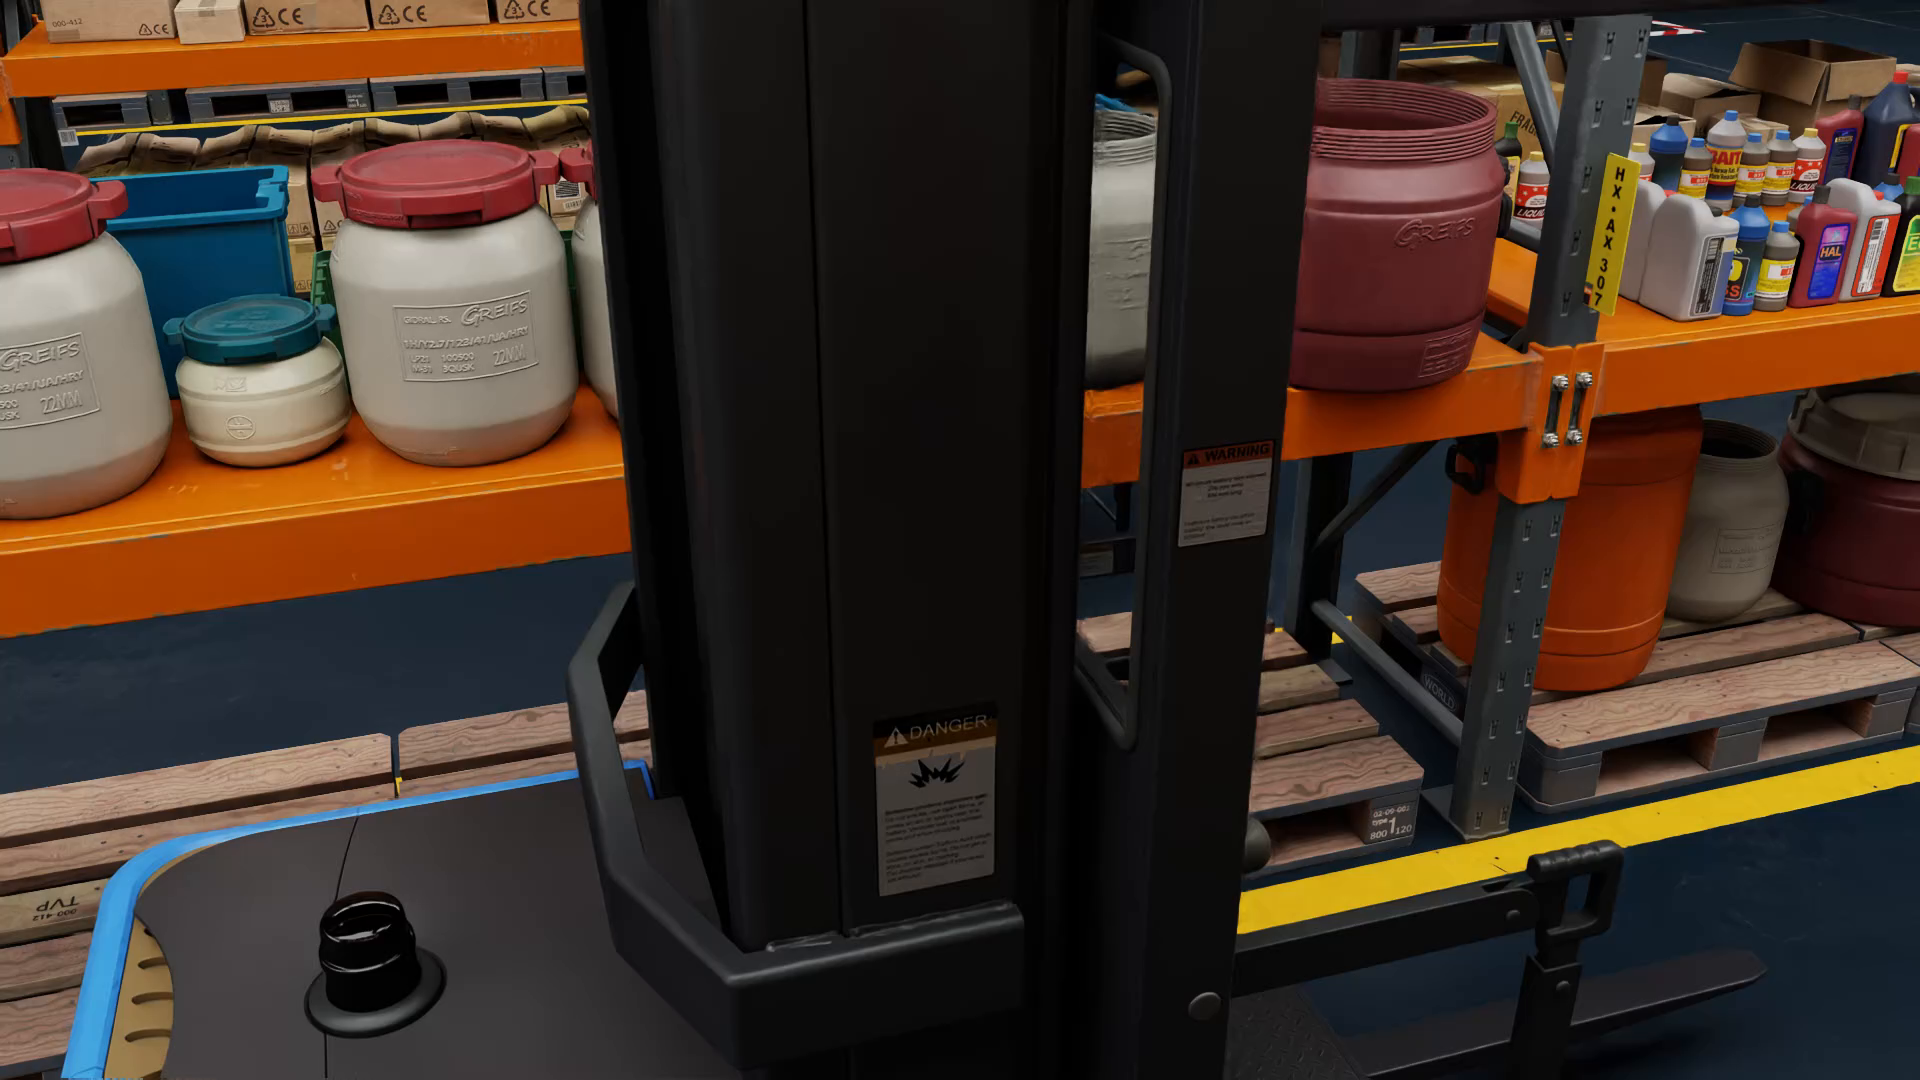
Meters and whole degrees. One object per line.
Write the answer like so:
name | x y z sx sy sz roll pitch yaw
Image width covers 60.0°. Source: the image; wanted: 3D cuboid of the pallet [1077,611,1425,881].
pallet | 0.434 0.545 4.415 1.213 0.211 1.003 -8 28 -16

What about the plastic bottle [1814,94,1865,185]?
plastic bottle | 2.522 -1.136 4.796 0.133 0.283 0.061 -8 28 -16

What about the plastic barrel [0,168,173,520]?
plastic barrel | -1.643 -0.344 2.916 0.433 0.535 0.433 0 26 0

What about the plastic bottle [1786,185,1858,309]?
plastic bottle | 2.021 -0.691 3.900 0.133 0.283 0.061 -8 28 -16

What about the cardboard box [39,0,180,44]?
cardboard box | -3.696 -2.358 7.294 0.500 0.250 0.500 -7 27 -13

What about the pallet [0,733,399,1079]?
pallet | -1.886 0.881 3.739 1.213 0.211 1.003 -8 28 -16

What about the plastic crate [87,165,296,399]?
plastic crate | -1.668 -0.520 3.442 0.575 0.384 0.392 -8 28 -16

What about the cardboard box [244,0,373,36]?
cardboard box | -2.915 -2.555 7.410 0.500 0.500 0.500 -6 27 -12

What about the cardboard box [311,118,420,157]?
cardboard box | -2.887 -1.865 8.123 0.500 0.311 0.500 -8 28 -16

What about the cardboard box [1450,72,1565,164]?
cardboard box | 3.075 -2.329 9.383 0.500 0.500 0.500 -8 28 -16

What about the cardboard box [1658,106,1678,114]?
cardboard box | 4.248 -2.636 10.397 0.250 0.149 0.380 -8 28 -16

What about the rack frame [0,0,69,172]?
rack frame | -4.151 -2.339 7.087 0.127 3.000 1.000 -8 28 -16

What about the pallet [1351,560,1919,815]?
pallet | 1.920 0.328 4.851 1.213 0.211 1.003 -8 28 -16

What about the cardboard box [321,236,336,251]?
cardboard box | -2.712 -1.388 7.793 0.500 0.250 0.500 -9 28 -18

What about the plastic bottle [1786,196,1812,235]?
plastic bottle | 2.078 -0.742 4.095 0.097 0.201 0.097 0 26 0

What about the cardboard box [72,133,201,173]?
cardboard box | -3.855 -1.723 7.837 0.500 0.311 0.500 -8 28 -16

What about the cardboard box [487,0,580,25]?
cardboard box | -1.938 -2.696 7.695 0.500 0.500 0.500 -10 28 -19

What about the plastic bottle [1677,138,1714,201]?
plastic bottle | 2.048 -1.022 4.658 0.097 0.201 0.097 0 26 0

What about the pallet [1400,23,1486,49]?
pallet | 3.828 -4.526 14.630 1.213 0.211 1.003 -8 28 -16

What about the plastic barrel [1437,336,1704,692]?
plastic barrel | 1.643 -0.085 4.517 0.708 0.830 0.600 -8 28 -16

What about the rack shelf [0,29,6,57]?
rack shelf | -6.053 -1.741 6.692 4.000 0.370 1.077 -8 28 -16

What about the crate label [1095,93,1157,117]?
crate label | 0.154 -0.788 3.924 0.616 0.435 0.502 -8 28 -16

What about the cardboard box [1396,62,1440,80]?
cardboard box | 2.417 -2.476 9.680 0.500 0.500 0.500 -8 27 -15

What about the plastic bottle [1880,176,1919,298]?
plastic bottle | 2.276 -0.728 3.974 0.133 0.283 0.061 -8 28 -16

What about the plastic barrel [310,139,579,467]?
plastic barrel | -0.945 -0.445 3.120 0.433 0.535 0.433 0 26 0

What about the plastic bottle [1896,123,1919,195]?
plastic bottle | 2.743 -1.100 4.724 0.133 0.283 0.061 -8 28 -16

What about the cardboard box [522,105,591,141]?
cardboard box | -1.919 -2.004 8.403 0.500 0.311 0.500 -9 28 -17

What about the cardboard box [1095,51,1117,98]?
cardboard box | 0.521 -2.540 8.967 0.500 0.250 0.500 -7 27 -14

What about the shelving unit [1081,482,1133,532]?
shelving unit | 0.006 -0.505 5.502 1.048 1.125 0.538 -8 28 -16

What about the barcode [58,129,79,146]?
barcode | -3.779 -1.705 7.048 0.075 0.075 0.001 -8 28 -16

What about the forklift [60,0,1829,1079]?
forklift | 0.323 0.099 2.254 3.031 2.935 1.130 -8 28 -16

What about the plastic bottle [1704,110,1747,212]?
plastic bottle | 2.140 -1.067 4.670 0.097 0.271 0.097 0 26 0

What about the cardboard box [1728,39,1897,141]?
cardboard box | 5.241 -2.780 10.289 0.637 0.503 0.797 -8 28 -16

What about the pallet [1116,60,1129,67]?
pallet | 1.208 -4.147 13.866 1.213 0.211 1.003 -8 28 -16

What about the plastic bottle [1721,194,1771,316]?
plastic bottle | 1.813 -0.664 3.859 0.097 0.271 0.097 0 26 0

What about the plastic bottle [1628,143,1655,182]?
plastic bottle | 1.863 -0.995 4.604 0.097 0.201 0.097 0 26 0

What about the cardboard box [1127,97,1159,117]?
cardboard box | 1.148 -2.050 8.823 0.500 0.500 0.500 -9 28 -17

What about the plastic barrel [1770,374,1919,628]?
plastic barrel | 2.717 -0.133 4.883 0.708 0.588 0.600 -8 28 -16

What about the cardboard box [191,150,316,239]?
cardboard box | -3.203 -1.565 7.517 0.500 0.311 0.500 -9 28 -17

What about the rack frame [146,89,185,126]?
rack frame | -5.688 -4.433 11.305 0.127 3.000 1.000 -8 28 -16

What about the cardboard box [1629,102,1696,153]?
cardboard box | 3.922 -2.399 9.739 0.500 0.311 0.500 -8 28 -16

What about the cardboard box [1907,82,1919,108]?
cardboard box | 5.906 -2.659 10.331 0.500 0.250 0.500 -8 28 -16

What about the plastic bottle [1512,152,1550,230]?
plastic bottle | 1.551 -0.950 4.513 0.097 0.201 0.097 0 26 0

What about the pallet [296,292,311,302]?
pallet | -3.462 -1.208 7.945 1.213 0.211 1.003 -8 28 -16

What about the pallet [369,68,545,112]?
pallet | -3.787 -3.461 12.484 1.213 0.211 1.003 -8 28 -16

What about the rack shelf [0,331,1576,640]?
rack shelf | -0.719 -0.197 3.582 4.000 0.370 1.077 -8 28 -16

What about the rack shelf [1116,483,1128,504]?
rack shelf | 0.006 -0.286 5.610 1.000 0.278 0.538 -8 28 -16

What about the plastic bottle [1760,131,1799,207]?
plastic bottle | 2.326 -1.062 4.739 0.097 0.201 0.097 0 26 0

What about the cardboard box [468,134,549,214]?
cardboard box | -2.219 -1.710 7.811 0.500 0.311 0.500 -7 27 -15

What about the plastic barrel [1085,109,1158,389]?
plastic barrel | 0.271 -0.613 3.485 0.421 0.512 0.421 0 26 0
